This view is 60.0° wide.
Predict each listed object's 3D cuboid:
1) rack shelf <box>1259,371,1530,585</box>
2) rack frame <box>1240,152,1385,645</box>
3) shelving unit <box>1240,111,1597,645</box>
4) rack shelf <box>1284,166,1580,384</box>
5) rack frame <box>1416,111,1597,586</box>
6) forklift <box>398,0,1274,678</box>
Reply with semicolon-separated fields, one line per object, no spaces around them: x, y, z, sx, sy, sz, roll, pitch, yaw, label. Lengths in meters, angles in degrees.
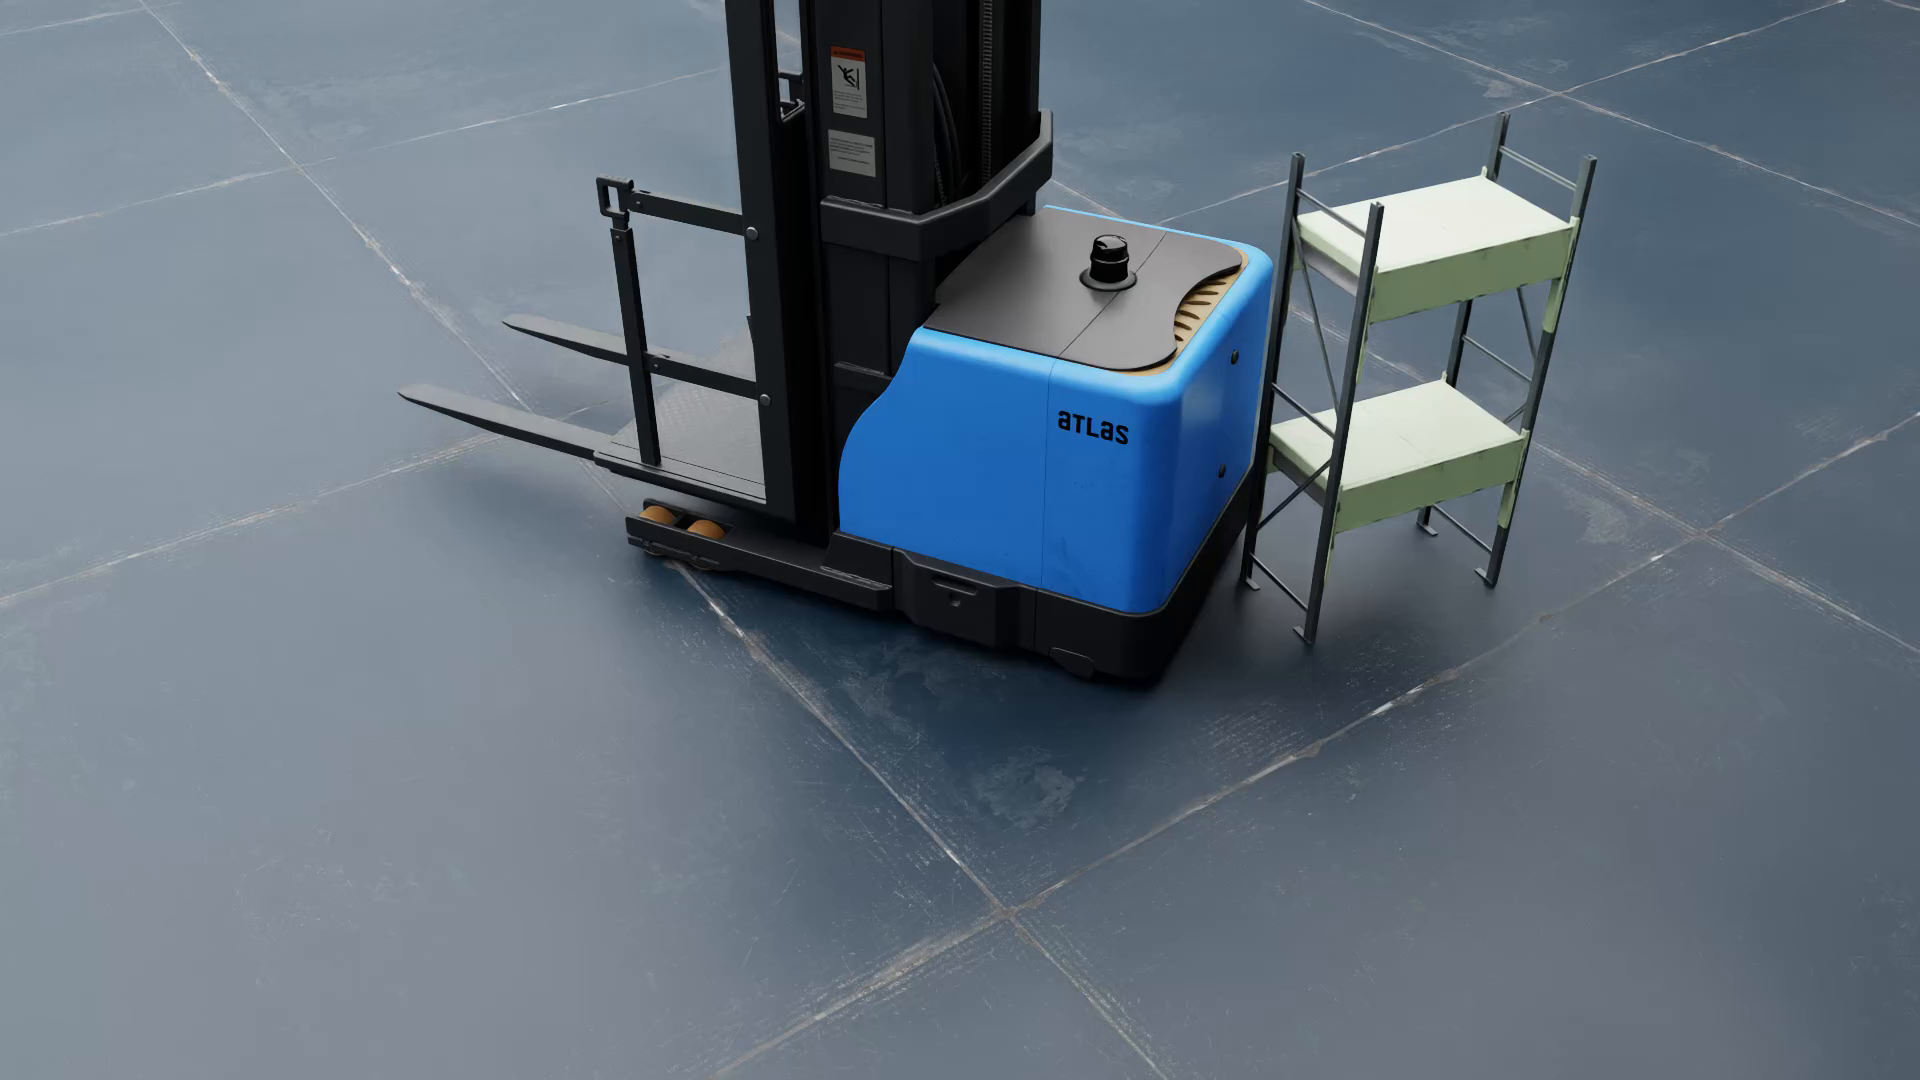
1.365;-0.209;5.314;0.720;0.370;0.431;-15;39;-20;rack shelf
1.034;-0.382;4.997;0.023;1.500;0.400;-15;39;-20;rack frame
1.365;-0.474;5.124;0.755;1.500;0.431;-15;39;-20;shelving unit
1.365;-0.790;4.896;0.720;0.370;0.431;-15;39;-20;rack shelf
1.696;-0.565;5.251;0.023;1.500;0.400;-15;39;-20;rack frame
-0.566;-1.348;5.115;3.031;2.935;1.130;16;39;21;forklift
